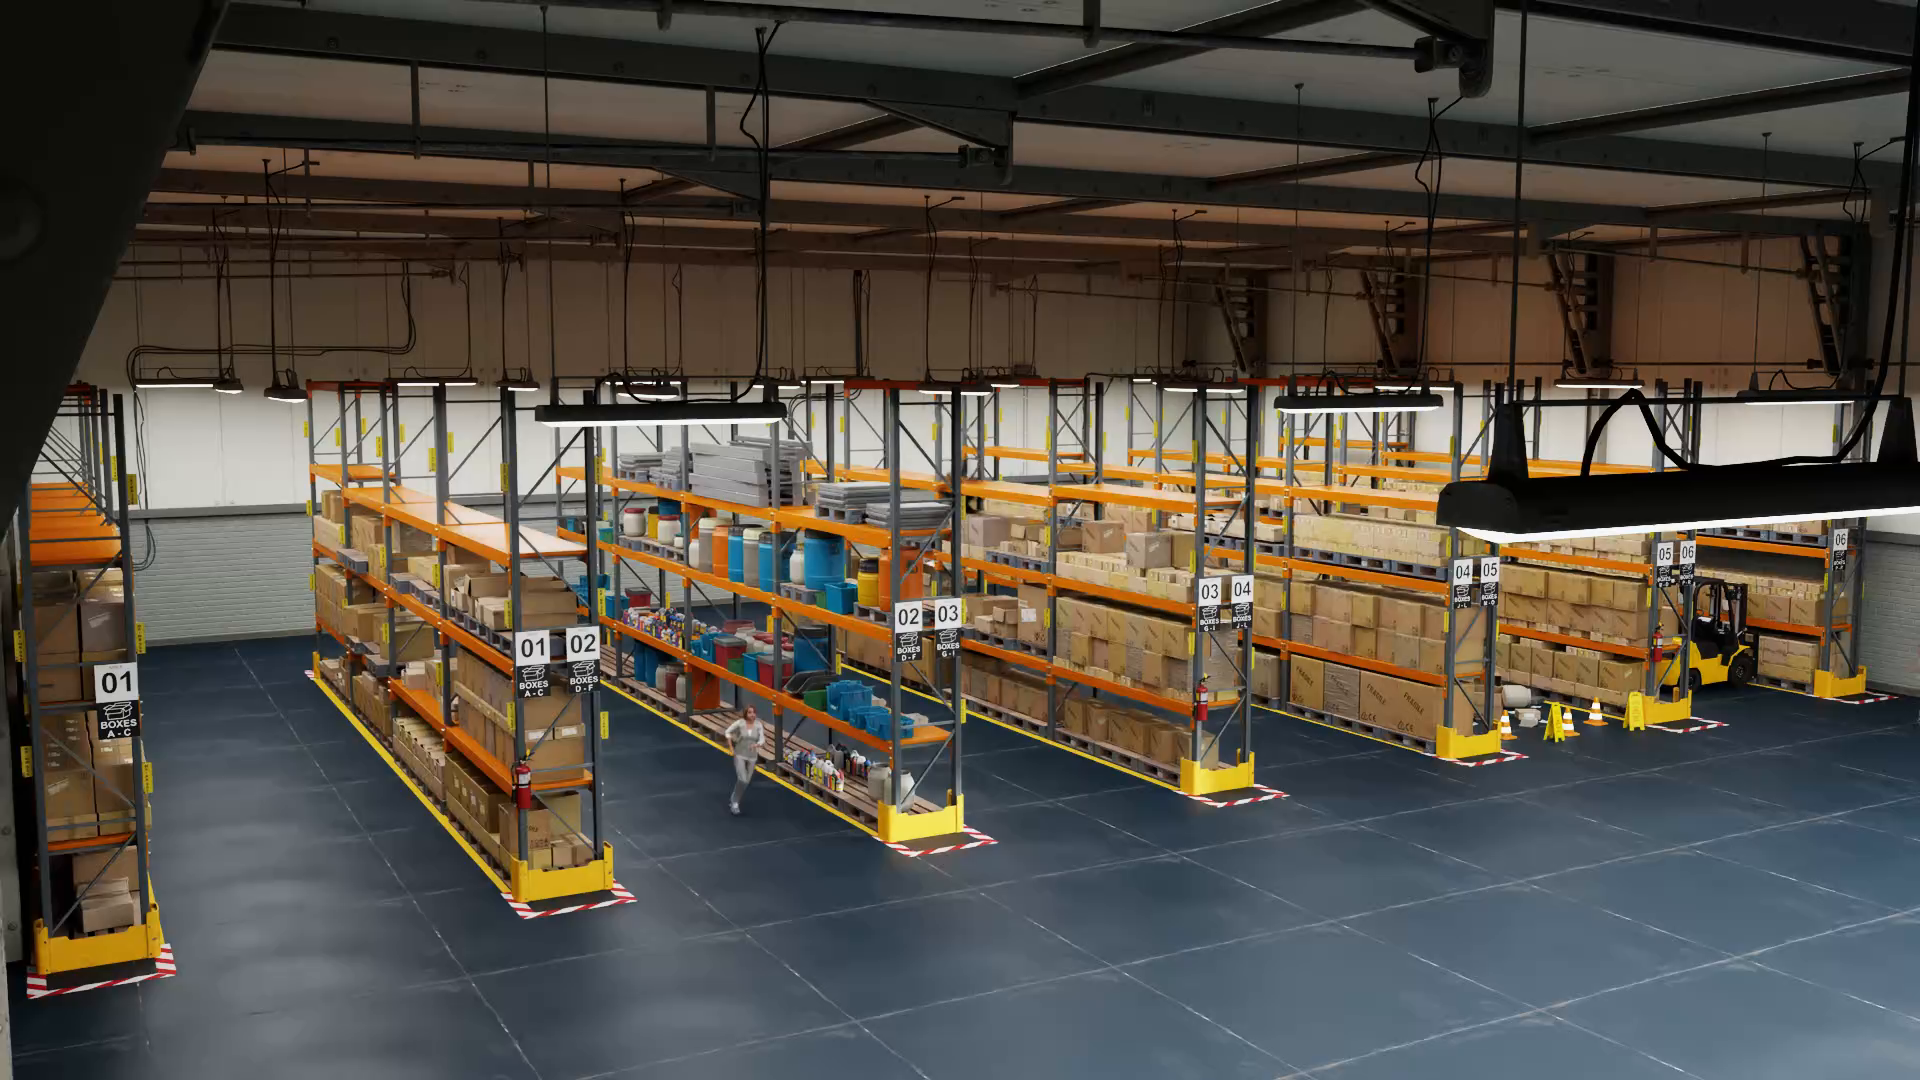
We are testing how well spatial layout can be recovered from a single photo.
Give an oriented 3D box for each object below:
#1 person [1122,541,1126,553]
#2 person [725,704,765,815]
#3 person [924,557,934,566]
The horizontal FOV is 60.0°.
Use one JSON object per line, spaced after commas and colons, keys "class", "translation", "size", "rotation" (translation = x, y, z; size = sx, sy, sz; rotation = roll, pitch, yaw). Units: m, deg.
{"class": "person", "translation": [4.439, 0.756, 44.550], "size": [0.752, 1.688, 0.600], "rotation": [0, 6, 2]}
{"class": "person", "translation": [-3.001, 3.064, 23.343], "size": [0.508, 1.555, 0.624], "rotation": [-3, 7, -26]}
{"class": "person", "translation": [-0.831, 1.090, 41.583], "size": [1.030, 1.631, 0.731], "rotation": [-3, 7, -26]}
